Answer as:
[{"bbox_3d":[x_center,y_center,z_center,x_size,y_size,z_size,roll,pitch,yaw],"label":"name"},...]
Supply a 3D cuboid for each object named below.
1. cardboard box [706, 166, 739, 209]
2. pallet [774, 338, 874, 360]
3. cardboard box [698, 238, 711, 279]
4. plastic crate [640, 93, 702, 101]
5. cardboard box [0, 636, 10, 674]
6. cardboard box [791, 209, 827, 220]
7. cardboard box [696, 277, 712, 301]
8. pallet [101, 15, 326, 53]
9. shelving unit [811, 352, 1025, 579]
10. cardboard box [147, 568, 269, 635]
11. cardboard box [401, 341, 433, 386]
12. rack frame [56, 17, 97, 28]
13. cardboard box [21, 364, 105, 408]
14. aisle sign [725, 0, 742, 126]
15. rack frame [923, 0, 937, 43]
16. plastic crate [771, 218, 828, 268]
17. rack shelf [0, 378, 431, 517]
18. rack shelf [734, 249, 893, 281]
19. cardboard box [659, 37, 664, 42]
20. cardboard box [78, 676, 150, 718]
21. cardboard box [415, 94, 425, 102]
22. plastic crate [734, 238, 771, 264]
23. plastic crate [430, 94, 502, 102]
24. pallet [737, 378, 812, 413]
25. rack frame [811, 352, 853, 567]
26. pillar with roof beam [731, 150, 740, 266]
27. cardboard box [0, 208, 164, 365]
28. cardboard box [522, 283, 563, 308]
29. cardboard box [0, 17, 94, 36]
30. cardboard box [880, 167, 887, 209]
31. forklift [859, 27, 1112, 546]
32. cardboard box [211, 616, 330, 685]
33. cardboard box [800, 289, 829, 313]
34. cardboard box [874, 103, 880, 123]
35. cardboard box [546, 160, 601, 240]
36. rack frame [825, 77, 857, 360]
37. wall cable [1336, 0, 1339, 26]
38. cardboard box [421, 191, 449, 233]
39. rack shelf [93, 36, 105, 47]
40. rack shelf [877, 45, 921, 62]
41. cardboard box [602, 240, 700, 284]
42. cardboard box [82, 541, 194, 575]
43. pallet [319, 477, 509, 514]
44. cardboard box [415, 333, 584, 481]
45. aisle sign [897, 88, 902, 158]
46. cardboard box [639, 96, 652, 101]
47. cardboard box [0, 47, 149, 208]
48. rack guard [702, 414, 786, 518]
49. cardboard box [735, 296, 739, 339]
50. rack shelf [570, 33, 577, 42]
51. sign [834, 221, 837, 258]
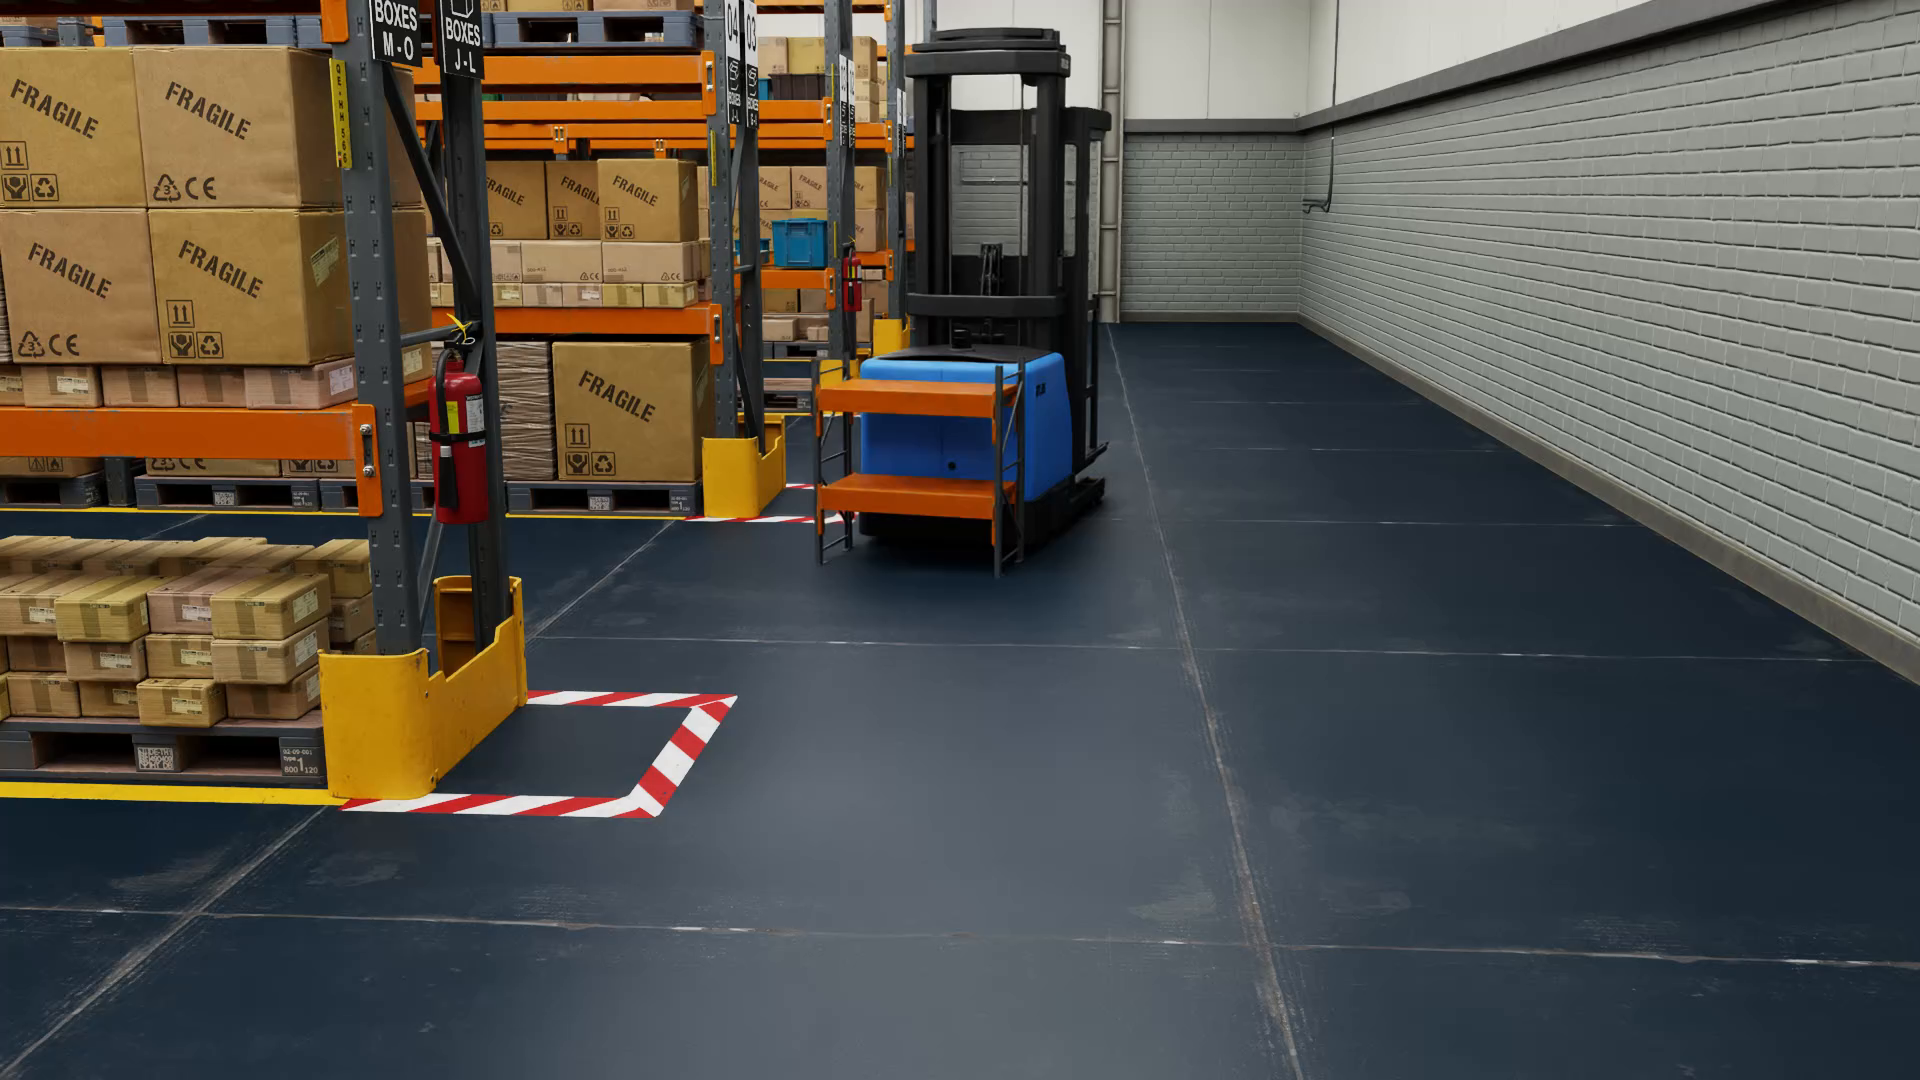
[{"bbox_3d":[-2.763,-4.257,20.109,0.500,0.500,0.500,1,12,6],"label":"cardboard box"},{"bbox_3d":[-1.638,-2.396,20.707,1.213,0.211,1.003,1,12,4],"label":"pallet"},{"bbox_3d":[-1.893,-1.859,10.971,0.500,0.250,0.500,0,12,2],"label":"cardboard box"},{"bbox_3d":[-2.607,-4.252,15.596,0.767,0.338,0.504,1,12,4],"label":"plastic crate"},{"bbox_3d":[-3.446,0.371,5.881,0.250,0.149,0.380,1,12,5],"label":"cardboard box"},{"bbox_3d":[-1.749,-3.755,20.149,0.500,0.500,0.500,1,12,4],"label":"cardboard box"},{"bbox_3d":[-1.764,-1.675,11.062,0.250,0.149,0.380,1,12,4],"label":"cardboard box"},{"bbox_3d":[-4.608,-3.192,10.591,1.213,0.211,1.003,1,12,4],"label":"pallet"},{"bbox_3d":[-0.218,-0.424,9.045,1.048,1.125,0.538,4,12,17],"label":"shelving unit"},{"bbox_3d":[-2.656,0.214,5.901,0.250,0.149,0.380,1,12,5],"label":"cardboard box"},{"bbox_3d":[-2.166,-0.662,6.221,0.250,0.149,0.380,1,12,3],"label":"cardboard box"},{"bbox_3d":[-5.423,-4.717,10.338,0.127,3.000,1.000,1,12,4],"label":"rack frame"},{"bbox_3d":[-2.962,-0.548,5.673,0.250,0.149,0.380,1,12,5],"label":"cardboard box"},{"bbox_3d":[-1.380,-2.936,10.127,0.004,0.787,0.394,1,12,4],"label":"aisle sign"},{"bbox_3d":[-0.439,-7.698,24.589,0.127,3.000,1.000,1,12,4],"label":"rack frame"},{"bbox_3d":[-1.448,-2.750,15.358,0.499,0.435,0.616,1,12,4],"label":"plastic crate"},{"bbox_3d":[-3.860,-0.389,6.058,4.000,0.370,1.077,1,12,4],"label":"rack shelf"},{"bbox_3d":[-2.762,-3.425,20.570,4.000,0.370,1.077,1,12,4],"label":"rack shelf"},{"bbox_3d":[-3.281,-5.770,20.015,0.500,0.500,0.700,1,12,4],"label":"cardboard box"},{"bbox_3d":[-2.925,0.508,5.953,0.250,0.149,0.380,1,12,3],"label":"cardboard box"},{"bbox_3d":[-6.586,-5.615,20.446,0.600,0.600,0.600,0,12,2],"label":"cardboard box"},{"bbox_3d":[-1.982,-2.764,15.920,0.300,0.233,0.416,1,12,4],"label":"plastic crate"},{"bbox_3d":[-4.649,-4.213,15.772,0.662,0.188,0.450,1,12,4],"label":"plastic crate"},{"bbox_3d":[-1.921,-1.392,15.906,1.213,0.211,1.003,1,12,4],"label":"pallet"},{"bbox_3d":[-0.704,-0.454,9.192,0.032,1.125,0.500,4,12,17],"label":"rack frame"},{"bbox_3d":[-3.962,-7.040,21.446,0.400,9.000,9.100,1,12,4],"label":"pillar with roof beam"},{"bbox_3d":[-2.844,-0.870,5.630,0.500,0.500,0.500,1,12,3],"label":"cardboard box"},{"bbox_3d":[-2.569,-1.551,10.469,0.250,0.149,0.380,1,12,5],"label":"cardboard box"},{"bbox_3d":[-6.003,-3.509,10.620,0.500,0.500,0.700,1,12,5],"label":"cardboard box"},{"bbox_3d":[-1.192,-4.348,20.540,0.500,0.500,0.500,1,12,5],"label":"cardboard box"},{"bbox_3d":[0.325,-1.660,10.545,1.130,2.935,3.031,3,12,16],"label":"forklift"},{"bbox_3d":[-2.410,0.382,5.828,0.250,0.149,0.380,0,12,2],"label":"cardboard box"},{"bbox_3d":[-2.145,-3.746,25.430,0.500,0.500,0.700,0,12,2],"label":"cardboard box"},{"bbox_3d":[-1.262,-5.203,20.356,0.500,0.250,0.500,1,12,4],"label":"cardboard box"},{"bbox_3d":[-2.392,-2.233,10.927,0.500,0.500,0.500,0,12,2],"label":"cardboard box"},{"bbox_3d":[-1.101,-2.737,15.528,0.127,3.000,1.000,1,12,4],"label":"rack frame"},{"bbox_3d":[5.000,-7.947,21.029,0.112,2.526,3.097,1,12,4],"label":"wall cable"},{"bbox_3d":[-6.524,-4.070,20.629,0.500,0.500,0.700,-2,12,-11],"label":"cardboard box"},{"bbox_3d":[-14.408,-7.536,25.579,4.000,0.370,1.077,1,12,4],"label":"rack shelf"},{"bbox_3d":[-2.435,-7.177,24.835,4.000,0.370,1.077,1,12,4],"label":"rack shelf"},{"bbox_3d":[-1.933,-1.750,10.448,0.500,0.250,0.500,1,12,3],"label":"cardboard box"},{"bbox_3d":[-3.143,0.113,6.385,0.250,0.149,0.380,0,12,1],"label":"cardboard box"},{"bbox_3d":[-3.449,-0.373,11.035,1.213,0.211,1.003,1,12,4],"label":"pallet"},{"bbox_3d":[-2.984,-0.896,10.889,0.875,0.875,0.875,1,12,4],"label":"cardboard box"},{"bbox_3d":[-0.719,-4.958,19.796,0.004,0.787,0.394,1,12,4],"label":"aisle sign"},{"bbox_3d":[-3.790,-5.380,19.979,0.500,0.250,0.500,1,12,4],"label":"cardboard box"},{"bbox_3d":[-2.843,-1.360,5.531,0.500,0.500,0.500,0,12,2],"label":"cardboard box"},{"bbox_3d":[-1.408,-0.502,10.945,0.348,0.500,1.175,1,12,4],"label":"rack guard"},{"bbox_3d":[-2.883,-2.773,20.720,0.637,0.503,0.797,1,12,4],"label":"cardboard box"},{"bbox_3d":[-6.753,-6.220,20.258,4.000,0.370,1.077,1,12,4],"label":"rack shelf"},{"bbox_3d":[-1.122,-2.705,14.973,0.005,0.325,0.100,1,12,4],"label":"sign"}]
